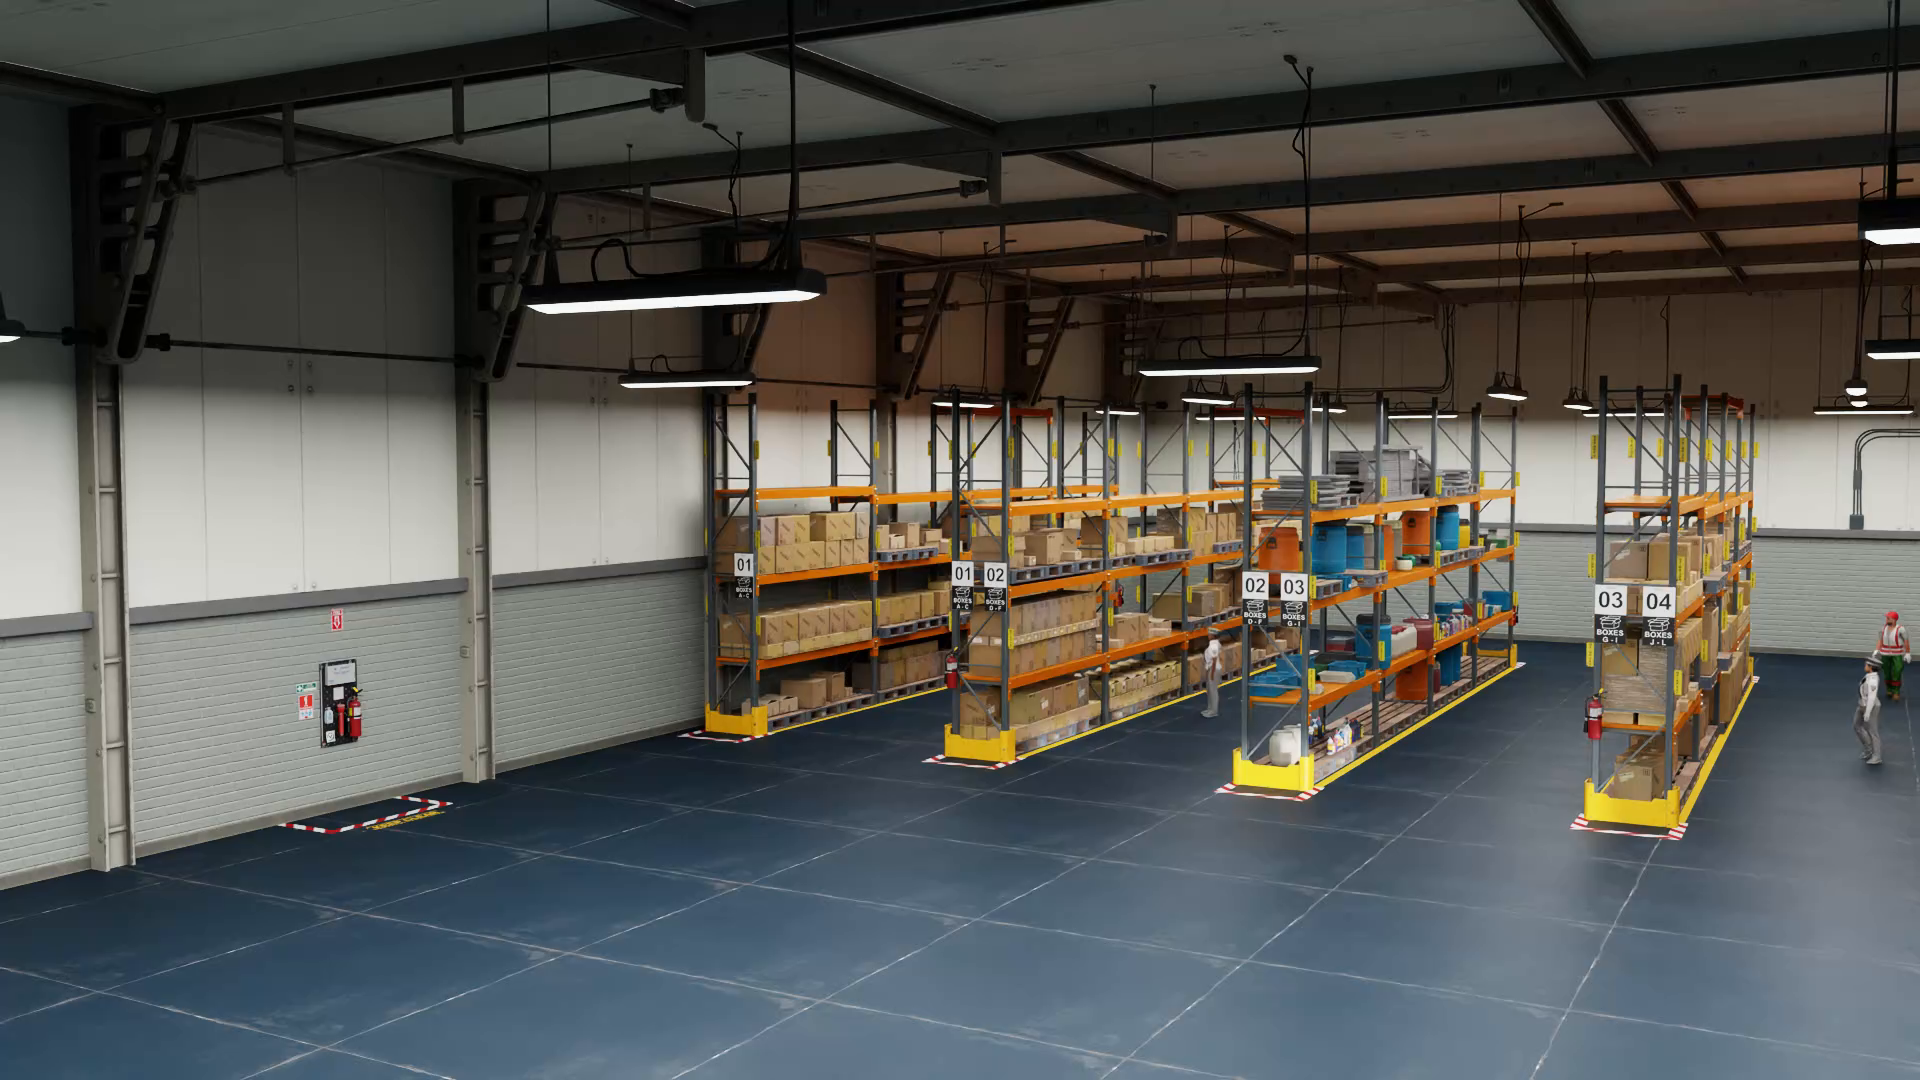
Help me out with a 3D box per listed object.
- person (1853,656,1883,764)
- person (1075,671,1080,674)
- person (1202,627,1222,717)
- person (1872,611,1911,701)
[{"bbox_3d":[14.574,2.718,26.677,0.377,1.701,0.609,1,3,10],"label":"person"},{"bbox_3d":[2.308,2.362,33.974,0.472,1.589,0.436,0,3,-6],"label":"person"},{"bbox_3d":[4.727,2.474,31.312,0.396,1.667,0.555,0,3,-2],"label":"person"},{"bbox_3d":[18.655,2.298,33.296,0.671,1.734,0.979,2,4,33],"label":"person"}]
